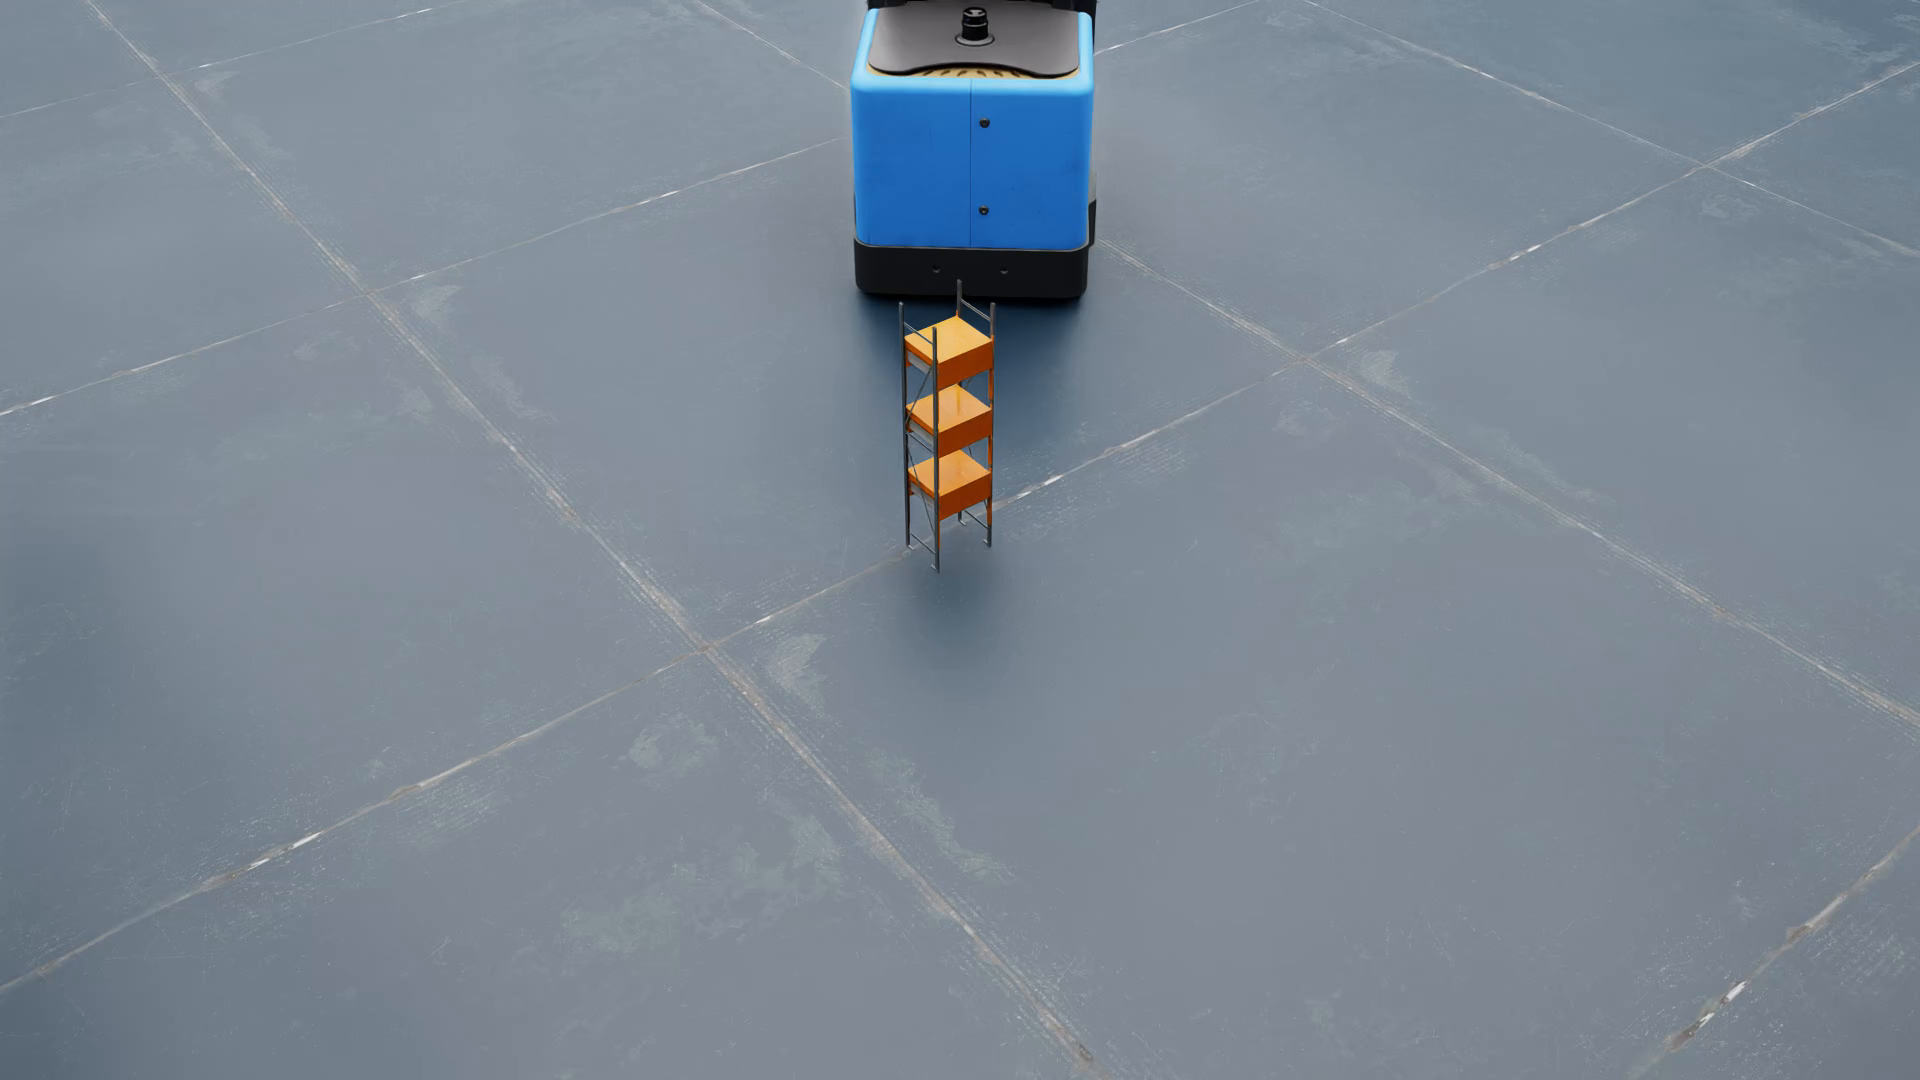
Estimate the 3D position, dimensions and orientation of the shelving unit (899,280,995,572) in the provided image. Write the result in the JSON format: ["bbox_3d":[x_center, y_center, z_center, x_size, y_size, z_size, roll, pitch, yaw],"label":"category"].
[{"bbox_3d":[-0.042,-0.385,5.892,0.252,1.050,0.215,-26,46,-28],"label":"shelving unit"}]

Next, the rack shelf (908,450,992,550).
[{"bbox_3d":[-0.042,-0.162,6.075,0.240,0.259,0.215,-26,46,-28],"label":"rack shelf"}]

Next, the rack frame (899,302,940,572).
[{"bbox_3d":[-0.139,-0.338,5.834,0.008,1.050,0.200,-26,46,-28],"label":"rack frame"}]

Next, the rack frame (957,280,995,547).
[{"bbox_3d":[0.054,-0.432,5.949,0.008,1.050,0.200,-26,46,-28],"label":"rack frame"}]

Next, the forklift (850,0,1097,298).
[{"bbox_3d":[0.117,-3.133,7.758,1.130,2.935,3.031,2,39,2],"label":"forklift"}]

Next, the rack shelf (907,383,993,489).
[{"bbox_3d":[-0.042,-0.377,5.899,0.240,0.259,0.215,-26,46,-28],"label":"rack shelf"}]

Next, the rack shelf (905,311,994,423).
[{"bbox_3d":[-0.042,-0.596,5.719,0.240,0.259,0.215,-26,46,-28],"label":"rack shelf"}]
